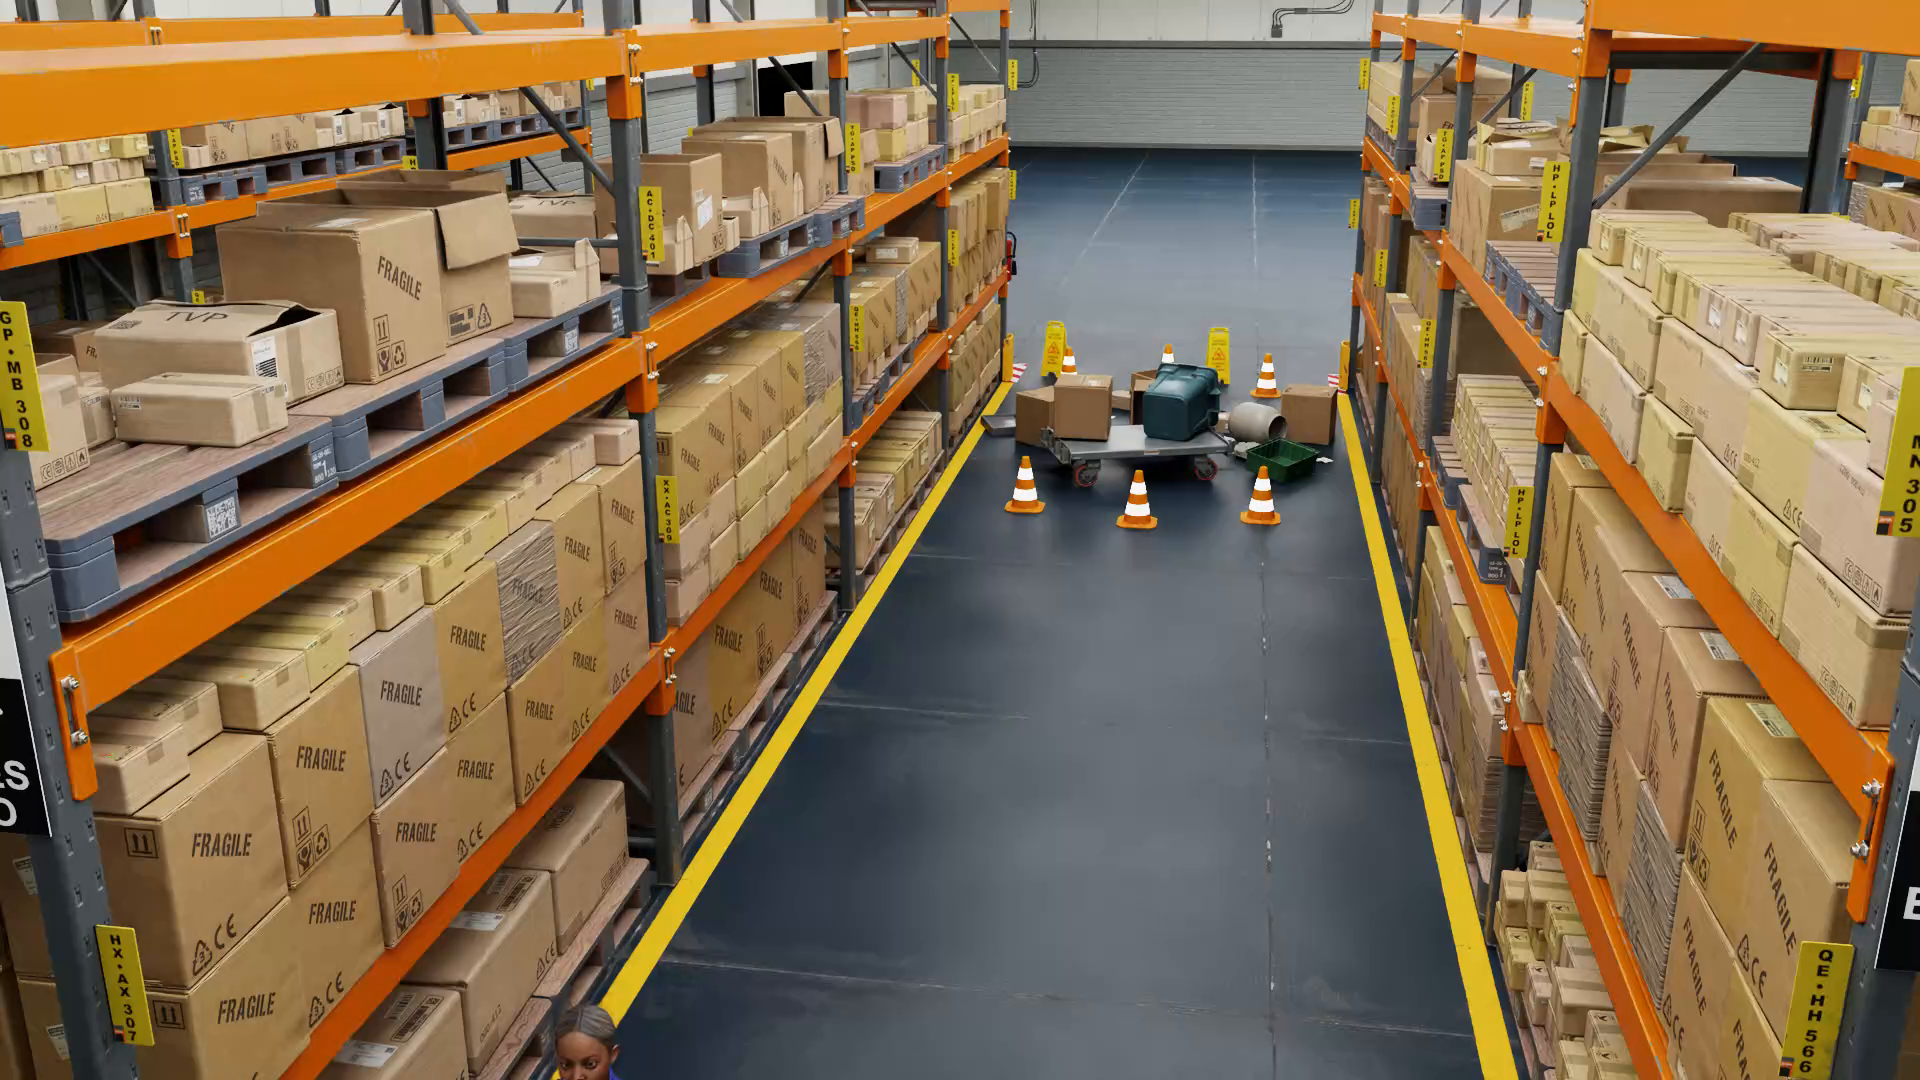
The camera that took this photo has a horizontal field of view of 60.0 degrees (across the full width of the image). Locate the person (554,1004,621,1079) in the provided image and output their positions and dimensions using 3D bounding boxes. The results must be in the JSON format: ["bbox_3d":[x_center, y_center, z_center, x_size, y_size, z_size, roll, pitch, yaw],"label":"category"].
[{"bbox_3d":[-1.023,2.070,4.696,0.479,1.602,0.974,3,18,9],"label":"person"}]
